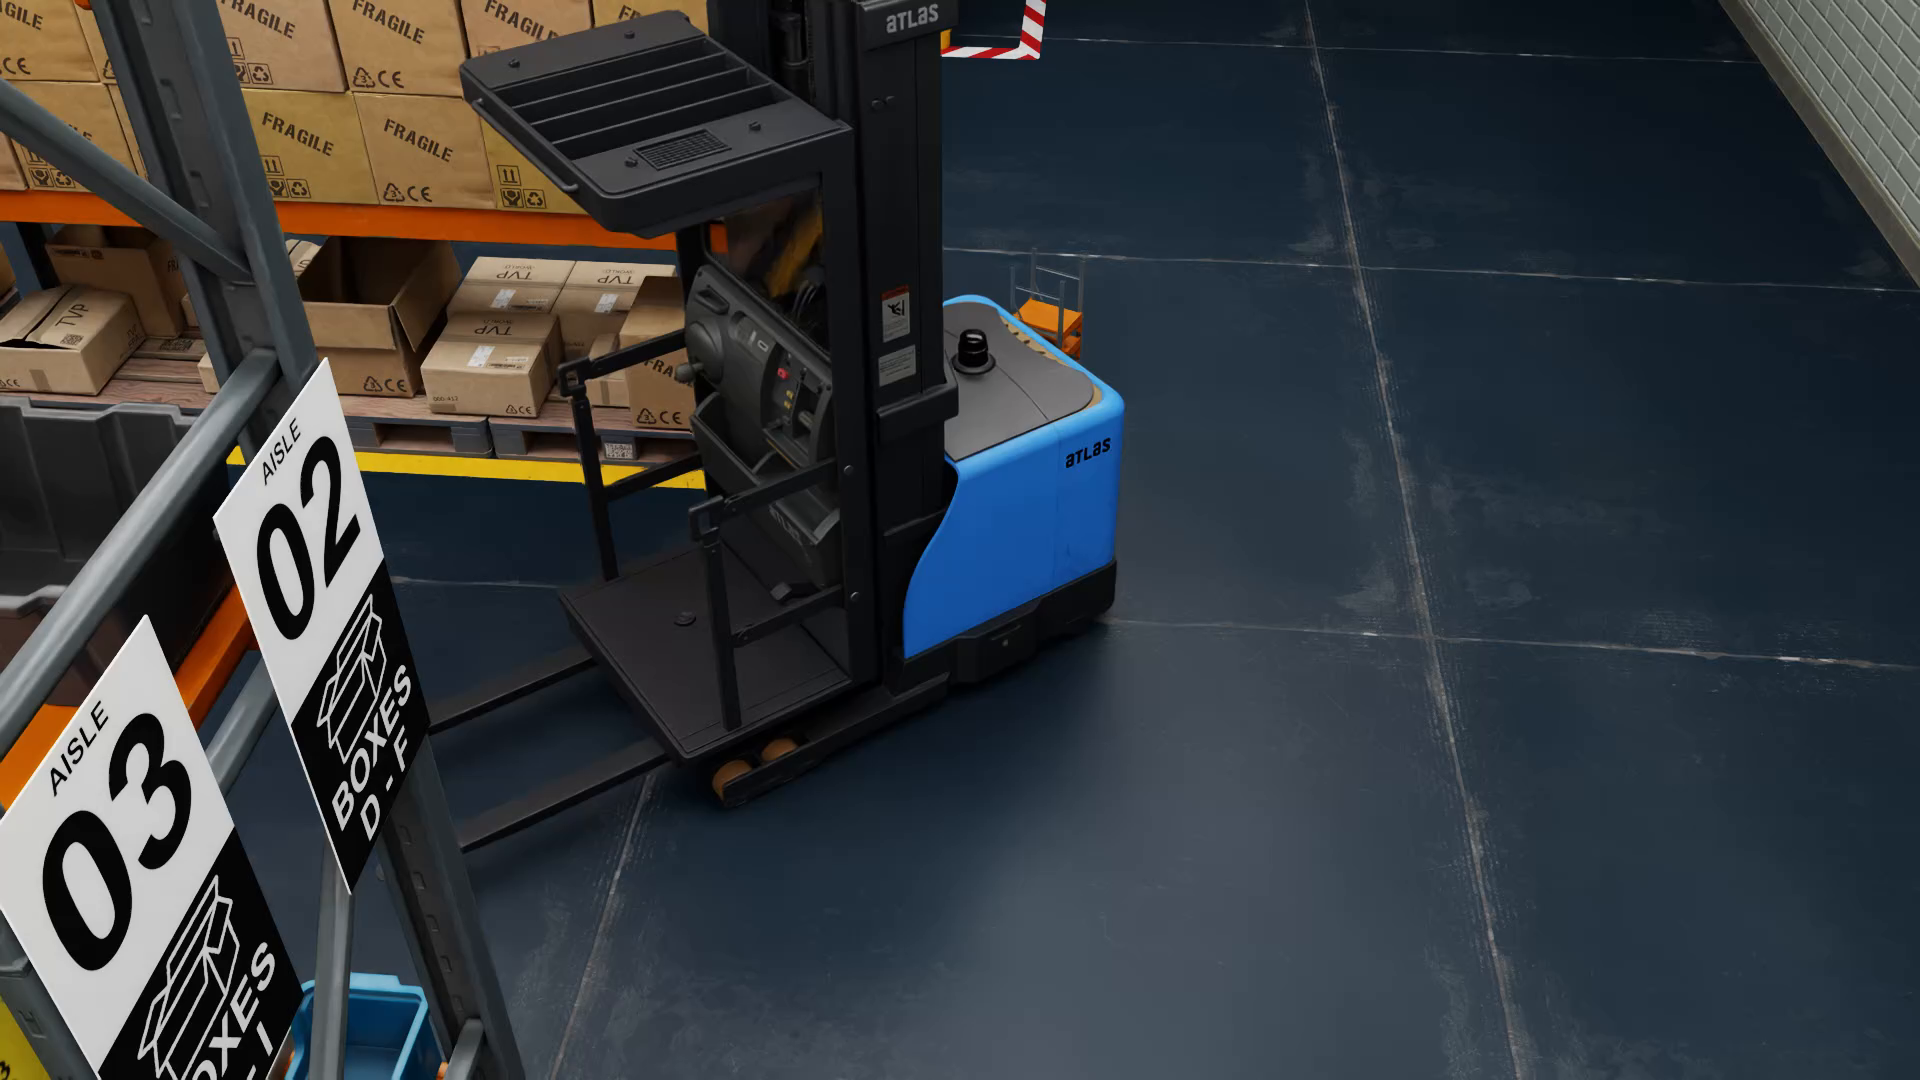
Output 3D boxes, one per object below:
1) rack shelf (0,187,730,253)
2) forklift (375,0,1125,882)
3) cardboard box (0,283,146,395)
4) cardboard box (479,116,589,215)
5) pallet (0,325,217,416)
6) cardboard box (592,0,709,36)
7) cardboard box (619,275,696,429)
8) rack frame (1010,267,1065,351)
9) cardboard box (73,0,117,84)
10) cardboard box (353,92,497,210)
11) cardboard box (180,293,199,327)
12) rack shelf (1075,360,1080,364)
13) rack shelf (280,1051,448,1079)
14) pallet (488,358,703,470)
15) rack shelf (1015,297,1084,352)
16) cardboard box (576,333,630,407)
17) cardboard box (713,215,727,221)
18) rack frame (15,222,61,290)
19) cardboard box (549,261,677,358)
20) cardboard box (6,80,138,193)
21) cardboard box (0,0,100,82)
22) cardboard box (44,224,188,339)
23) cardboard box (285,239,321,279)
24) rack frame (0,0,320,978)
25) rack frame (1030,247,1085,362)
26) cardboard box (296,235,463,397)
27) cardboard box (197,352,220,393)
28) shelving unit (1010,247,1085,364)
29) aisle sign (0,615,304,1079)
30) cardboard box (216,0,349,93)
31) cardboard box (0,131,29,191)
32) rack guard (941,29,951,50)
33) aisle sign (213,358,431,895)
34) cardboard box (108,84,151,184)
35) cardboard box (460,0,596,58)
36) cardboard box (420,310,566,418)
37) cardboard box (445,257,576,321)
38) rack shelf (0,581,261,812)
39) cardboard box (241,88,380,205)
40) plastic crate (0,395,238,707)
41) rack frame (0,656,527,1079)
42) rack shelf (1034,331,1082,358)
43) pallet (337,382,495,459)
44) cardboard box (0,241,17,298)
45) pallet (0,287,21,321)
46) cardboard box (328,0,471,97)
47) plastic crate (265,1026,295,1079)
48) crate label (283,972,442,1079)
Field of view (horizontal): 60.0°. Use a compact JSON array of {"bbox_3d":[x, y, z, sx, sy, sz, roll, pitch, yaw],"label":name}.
[{"bbox_3d":[-2.641,-1.602,7.412,4.000,0.370,1.077,3,39,4],"label":"rack shelf"},{"bbox_3d":[-0.867,-0.552,5.606,3.031,2.935,1.130,-24,45,-26],"label":"forklift"},{"bbox_3d":[-4.234,-0.959,7.833,0.500,0.311,0.500,3,39,4],"label":"cardboard box"},{"bbox_3d":[-1.635,-1.690,6.871,0.500,0.500,0.500,3,39,4],"label":"cardboard box"},{"bbox_3d":[-3.949,-0.870,8.152,1.213,0.211,1.003,3,39,4],"label":"pallet"},{"bbox_3d":[-1.116,-2.050,6.521,0.500,0.500,0.500,3,39,3],"label":"cardboard box"},{"bbox_3d":[-1.211,-0.848,7.547,0.500,0.500,0.500,3,39,4],"label":"cardboard box"},{"bbox_3d":[0.312,-0.597,7.033,0.240,1.200,0.006,19,43,22],"label":"rack frame"},{"bbox_3d":[-3.162,-2.158,6.654,0.500,0.500,0.500,2,39,3],"label":"cardboard box"},{"bbox_3d":[-2.132,-1.721,6.909,0.500,0.500,0.500,3,39,4],"label":"cardboard box"},{"bbox_3d":[-3.663,-1.220,8.282,0.250,0.149,0.380,3,39,4],"label":"cardboard box"},{"bbox_3d":[0.357,-0.706,7.047,0.258,0.103,0.180,19,43,22],"label":"rack shelf"},{"bbox_3d":[-3.072,1.513,3.585,4.000,0.370,1.077,3,39,4],"label":"rack shelf"},{"bbox_3d":[-1.518,-0.738,7.989,1.213,0.211,1.003,3,39,4],"label":"pallet"},{"bbox_3d":[0.357,-0.892,6.896,0.258,0.103,0.180,19,43,22],"label":"rack shelf"},{"bbox_3d":[-1.607,-0.797,7.749,0.250,0.166,0.380,3,39,4],"label":"cardboard box"},{"bbox_3d":[-1.118,-1.664,6.839,0.500,0.500,0.500,4,39,5],"label":"cardboard box"},{"bbox_3d":[-4.633,-1.990,7.319,0.127,3.000,1.000,3,39,4],"label":"rack frame"},{"bbox_3d":[-1.664,-1.112,8.069,0.500,0.250,0.500,3,39,4],"label":"cardboard box"},{"bbox_3d":[-3.639,-1.804,7.011,0.500,0.500,0.500,4,39,5],"label":"cardboard box"},{"bbox_3d":[-3.674,-2.186,6.688,0.500,0.500,0.500,2,39,2],"label":"cardboard box"},{"bbox_3d":[-4.041,-1.339,8.150,0.500,0.500,0.500,3,39,4],"label":"cardboard box"},{"bbox_3d":[-3.294,-1.224,8.160,0.500,0.311,0.500,3,39,4],"label":"cardboard box"},{"bbox_3d":[-1.079,-0.984,1.330,0.127,3.000,1.000,3,39,4],"label":"rack frame"},{"bbox_3d":[0.401,-0.698,7.157,0.240,1.200,0.006,19,43,22],"label":"rack frame"},{"bbox_3d":[-2.761,-1.093,7.846,0.637,0.503,0.797,3,39,4],"label":"cardboard box"},{"bbox_3d":[-3.371,-0.862,7.829,0.250,0.166,0.380,3,39,4],"label":"cardboard box"},{"bbox_3d":[0.357,-0.648,7.095,0.258,1.200,0.189,19,43,22],"label":"shelving unit"},{"bbox_3d":[-1.033,0.523,2.172,0.004,0.787,0.394,3,39,4],"label":"aisle sign"},{"bbox_3d":[-2.648,-2.130,6.620,0.500,0.500,0.500,4,39,5],"label":"cardboard box"},{"bbox_3d":[-4.149,-1.830,7.043,0.500,0.500,0.500,4,39,5],"label":"cardboard box"},{"bbox_3d":[-0.201,-3.917,11.666,0.348,0.500,1.175,3,39,4],"label":"rack guard"},{"bbox_3d":[-0.982,0.152,2.628,0.004,0.787,0.394,3,39,4],"label":"aisle sign"},{"bbox_3d":[-3.141,-1.775,6.976,0.500,0.500,0.500,3,39,4],"label":"cardboard box"},{"bbox_3d":[-1.619,-2.077,6.554,0.500,0.500,0.500,4,39,5],"label":"cardboard box"},{"bbox_3d":[-2.155,-0.822,7.713,0.500,0.250,0.500,3,39,4],"label":"cardboard box"},{"bbox_3d":[-2.162,-1.139,8.103,0.500,0.250,0.500,3,39,4],"label":"cardboard box"},{"bbox_3d":[-3.072,0.350,2.638,4.000,0.370,1.077,3,39,4],"label":"rack shelf"},{"bbox_3d":[-2.634,-1.748,6.943,0.500,0.500,0.500,3,39,3],"label":"cardboard box"},{"bbox_3d":[-1.439,0.034,2.560,0.590,0.269,0.497,3,39,4],"label":"plastic crate"},{"bbox_3d":[-1.079,1.343,3.224,0.127,3.000,1.000,3,39,4],"label":"rack frame"},{"bbox_3d":[0.357,-0.799,6.972,0.258,0.103,0.180,19,43,22],"label":"rack shelf"},{"bbox_3d":[-2.731,-0.806,8.073,1.213,0.211,1.003,3,39,4],"label":"pallet"},{"bbox_3d":[-5.094,-1.371,8.190,0.500,0.500,0.500,1,39,2],"label":"cardboard box"},{"bbox_3d":[-5.447,-0.929,8.224,1.213,0.211,1.003,3,39,4],"label":"pallet"},{"bbox_3d":[-2.136,-2.102,6.585,0.500,0.500,0.500,4,39,5],"label":"cardboard box"},{"bbox_3d":[-1.609,1.132,3.645,0.298,0.136,0.250,3,39,4],"label":"plastic crate"},{"bbox_3d":[-1.297,1.164,3.529,0.303,0.233,0.416,3,39,4],"label":"crate label"}]
